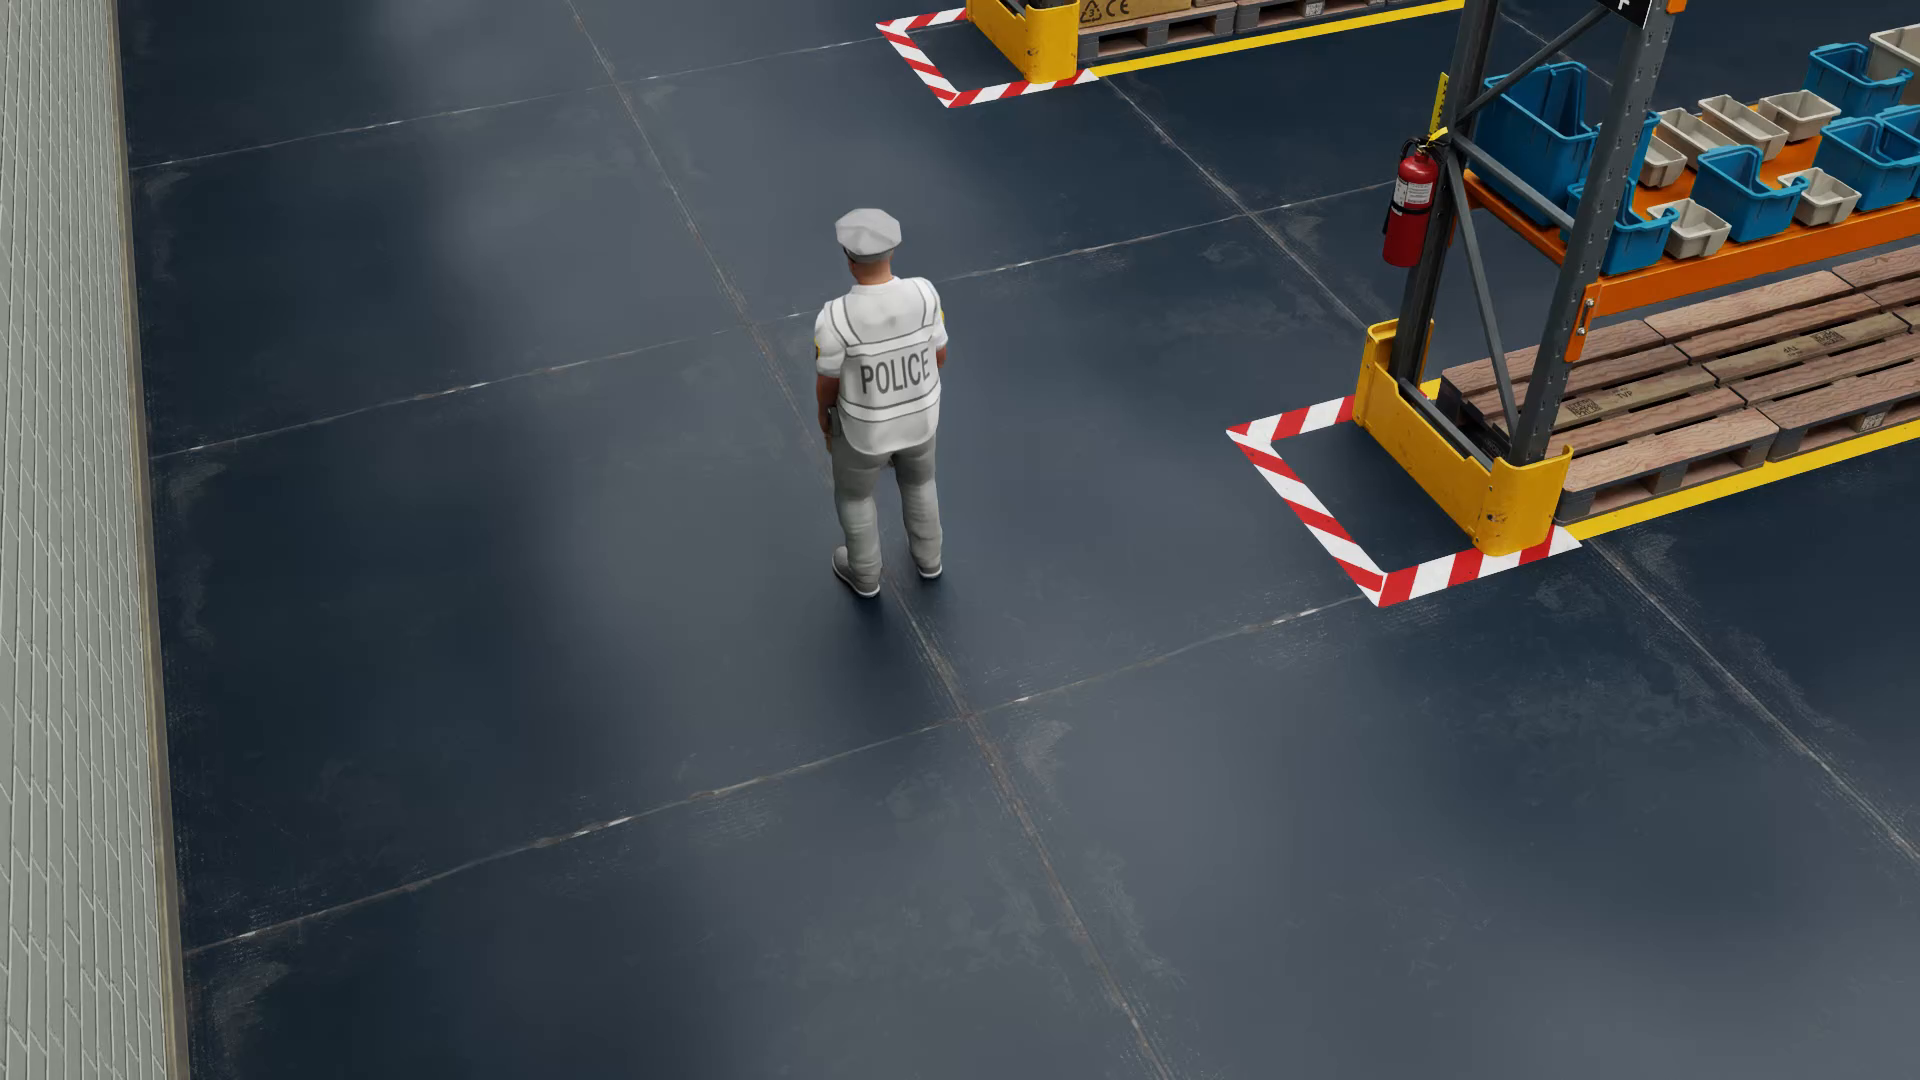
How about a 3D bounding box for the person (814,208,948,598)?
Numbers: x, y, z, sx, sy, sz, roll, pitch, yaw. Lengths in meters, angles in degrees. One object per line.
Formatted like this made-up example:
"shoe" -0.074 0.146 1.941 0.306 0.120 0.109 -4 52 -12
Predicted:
"person" -0.312 -0.502 6.712 0.554 1.759 0.437 -16 44 -18
